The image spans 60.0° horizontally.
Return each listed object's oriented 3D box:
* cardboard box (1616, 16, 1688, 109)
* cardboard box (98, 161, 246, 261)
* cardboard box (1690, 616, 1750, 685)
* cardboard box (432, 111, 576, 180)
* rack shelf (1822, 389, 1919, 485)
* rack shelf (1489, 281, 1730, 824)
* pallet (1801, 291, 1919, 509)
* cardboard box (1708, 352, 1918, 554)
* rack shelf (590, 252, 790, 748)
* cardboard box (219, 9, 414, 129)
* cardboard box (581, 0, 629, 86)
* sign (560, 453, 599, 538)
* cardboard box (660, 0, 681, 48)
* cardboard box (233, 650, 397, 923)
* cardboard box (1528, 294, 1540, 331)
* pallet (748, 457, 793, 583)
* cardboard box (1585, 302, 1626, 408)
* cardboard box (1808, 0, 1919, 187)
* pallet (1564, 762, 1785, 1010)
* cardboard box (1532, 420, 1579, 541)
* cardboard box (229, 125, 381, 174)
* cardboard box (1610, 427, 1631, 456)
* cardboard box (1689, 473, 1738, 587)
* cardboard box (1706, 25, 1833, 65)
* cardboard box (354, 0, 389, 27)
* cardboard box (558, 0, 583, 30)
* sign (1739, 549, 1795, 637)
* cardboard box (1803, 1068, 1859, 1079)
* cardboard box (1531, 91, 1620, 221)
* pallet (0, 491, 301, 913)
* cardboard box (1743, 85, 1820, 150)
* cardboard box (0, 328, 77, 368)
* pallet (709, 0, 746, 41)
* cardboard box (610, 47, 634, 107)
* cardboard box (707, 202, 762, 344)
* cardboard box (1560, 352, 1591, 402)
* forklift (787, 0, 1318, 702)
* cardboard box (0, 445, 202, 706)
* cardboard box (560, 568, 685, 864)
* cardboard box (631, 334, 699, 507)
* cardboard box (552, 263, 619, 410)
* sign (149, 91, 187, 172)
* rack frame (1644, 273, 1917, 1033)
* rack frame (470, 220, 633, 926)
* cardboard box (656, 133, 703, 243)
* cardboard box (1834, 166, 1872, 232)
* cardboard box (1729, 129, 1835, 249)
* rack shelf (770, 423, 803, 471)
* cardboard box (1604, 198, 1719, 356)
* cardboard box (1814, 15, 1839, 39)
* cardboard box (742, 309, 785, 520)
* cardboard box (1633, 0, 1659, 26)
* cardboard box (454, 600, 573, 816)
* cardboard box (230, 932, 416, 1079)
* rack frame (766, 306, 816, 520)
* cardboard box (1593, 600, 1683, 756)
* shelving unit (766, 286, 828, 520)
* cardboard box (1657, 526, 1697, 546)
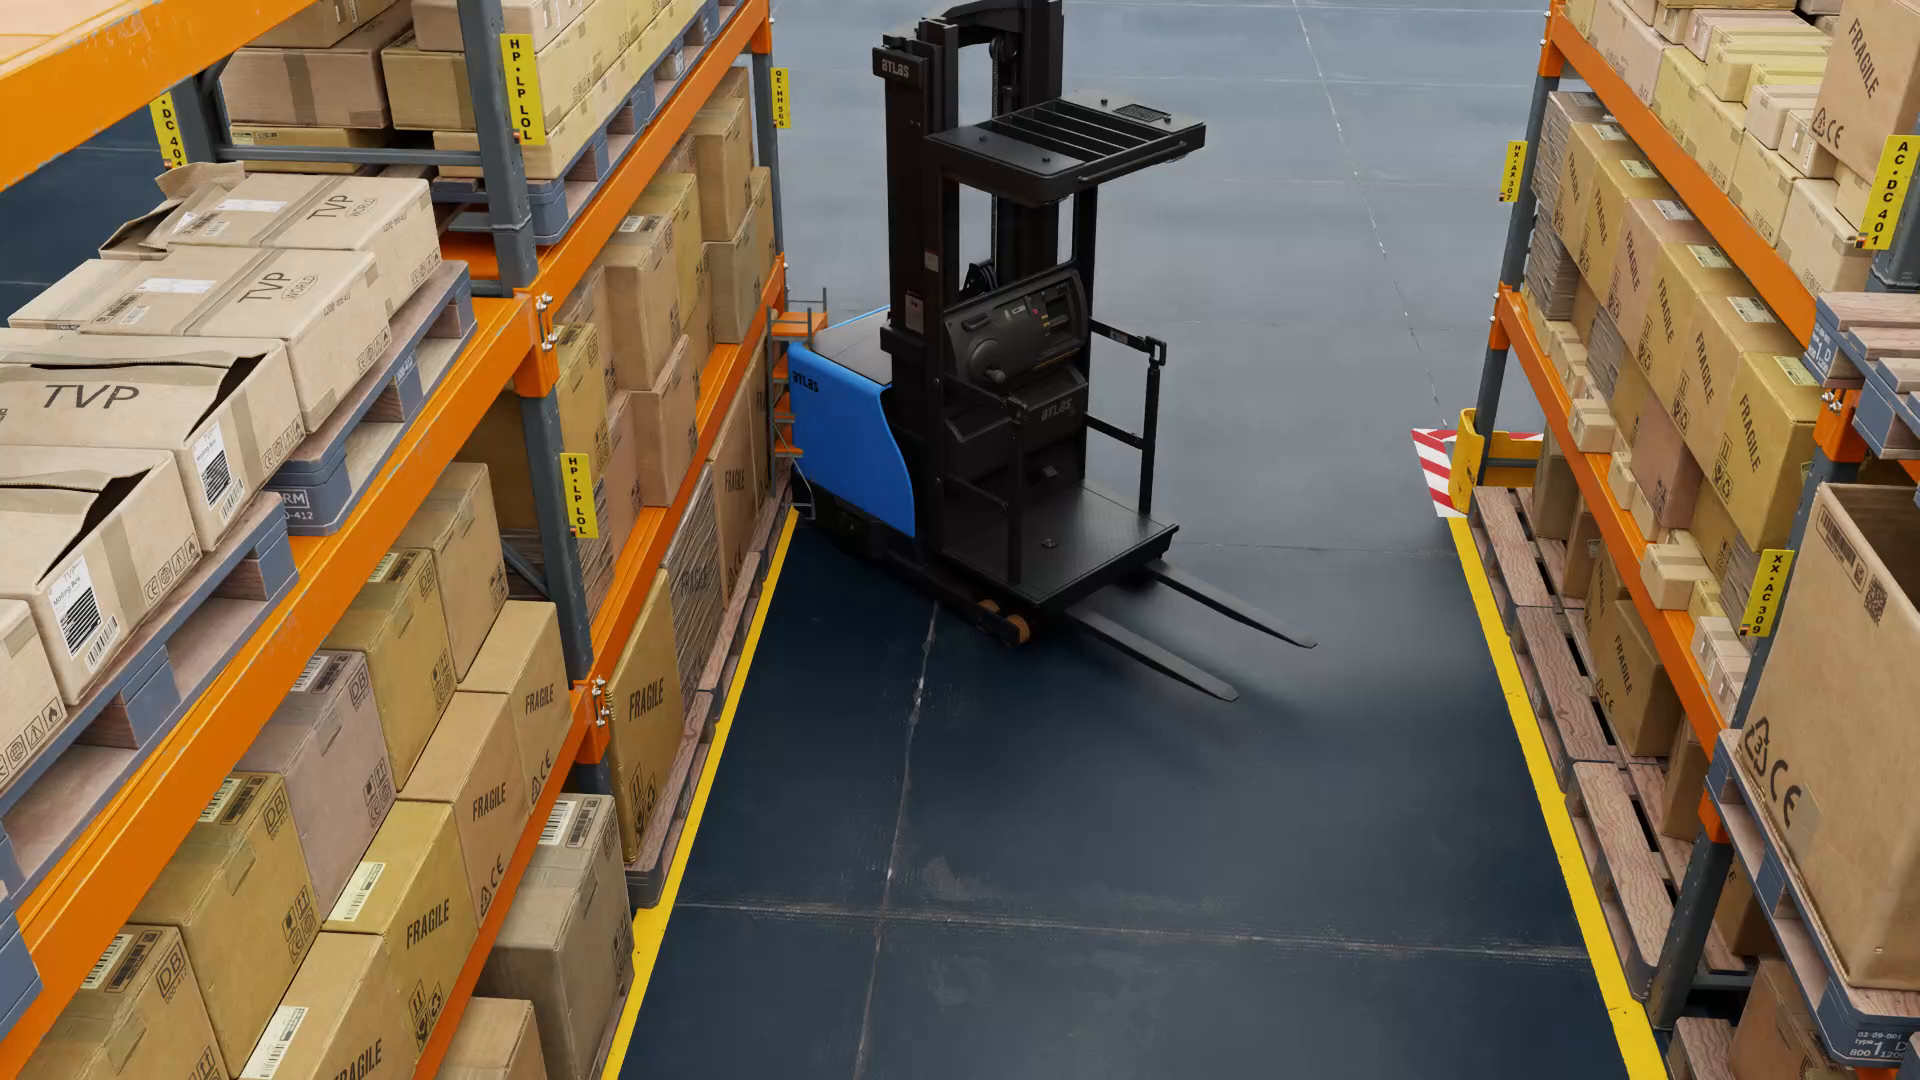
[{"bbox_3d":[3.057,-1.976,6.882,0.500,0.250,0.500,2,32,4],"label":"cardboard box"},{"bbox_3d":[-2.125,-0.842,4.531,0.258,0.266,0.396,2,32,3],"label":"cardboard box"},{"bbox_3d":[2.863,0.410,5.964,0.380,0.149,0.250,2,32,4],"label":"cardboard box"},{"bbox_3d":[-1.458,-1.273,5.342,0.380,0.149,0.250,2,32,3],"label":"cardboard box"},{"bbox_3d":[2.946,0.634,3.189,1.077,0.370,4.000,2,32,4],"label":"rack shelf"},{"bbox_3d":[3.271,-0.181,7.370,1.077,0.370,4.000,2,32,4],"label":"rack shelf"},{"bbox_3d":[2.952,-0.320,4.230,1.213,0.211,1.003,2,32,4],"label":"pallet"},{"bbox_3d":[2.871,-0.283,5.519,0.500,0.500,0.500,2,32,4],"label":"cardboard box"},{"bbox_3d":[-1.664,-0.446,7.800,1.077,0.370,4.000,2,32,4],"label":"rack shelf"},{"bbox_3d":[-2.042,-1.535,5.387,0.500,0.250,0.500,2,32,3],"label":"cardboard box"},{"bbox_3d":[-1.468,-1.775,5.775,0.500,0.250,0.500,2,32,4],"label":"cardboard box"},{"bbox_3d":[-1.285,-0.147,5.601,0.100,0.325,0.005,2,32,4],"label":"sign"},{"bbox_3d":[-1.334,-2.069,6.632,0.380,0.149,0.250,3,32,5],"label":"cardboard box"},{"bbox_3d":[-1.943,0.619,4.338,0.700,0.500,0.500,3,32,4],"label":"cardboard box"},{"bbox_3d":[3.134,-1.157,8.508,0.380,0.149,0.250,2,32,4],"label":"cardboard box"},{"bbox_3d":[-1.488,-0.189,9.356,1.003,0.211,1.213,2,32,4],"label":"pallet"},{"bbox_3d":[3.357,-0.889,7.455,0.875,0.500,0.500,2,32,4],"label":"cardboard box"},{"bbox_3d":[2.891,-1.346,4.861,0.500,0.500,0.500,2,32,3],"label":"cardboard box"},{"bbox_3d":[3.128,1.393,6.788,1.003,0.211,1.213,2,32,4],"label":"pallet"},{"bbox_3d":[3.367,-0.322,8.895,0.500,0.500,0.500,8,33,13],"label":"cardboard box"},{"bbox_3d":[-2.116,-1.302,5.388,0.380,0.149,0.250,2,32,4],"label":"cardboard box"},{"bbox_3d":[3.067,-0.370,7.232,0.380,0.149,0.250,2,32,4],"label":"cardboard box"},{"bbox_3d":[3.283,-0.103,6.179,0.875,0.500,0.500,2,32,4],"label":"cardboard box"},{"bbox_3d":[3.059,-1.833,6.269,0.380,0.149,0.250,1,32,2],"label":"cardboard box"},{"bbox_3d":[-2.094,-1.774,5.394,0.380,0.149,0.250,2,32,4],"label":"cardboard box"},{"bbox_3d":[-1.439,-1.746,5.349,0.380,0.149,0.250,2,32,4],"label":"cardboard box"},{"bbox_3d":[2.567,0.171,5.288,0.100,0.325,0.005,2,32,4],"label":"sign"},{"bbox_3d":[2.980,2.004,5.102,0.700,0.500,0.500,2,32,4],"label":"cardboard box"},{"bbox_3d":[3.118,-1.852,8.064,0.500,0.500,0.500,2,32,4],"label":"cardboard box"},{"bbox_3d":[-2.065,0.265,3.281,1.003,0.211,1.213,4,32,6],"label":"pallet"},{"bbox_3d":[2.891,-1.423,5.603,0.380,0.149,0.250,2,32,2],"label":"cardboard box"},{"bbox_3d":[-2.200,-0.376,3.885,0.380,0.149,0.250,2,32,4],"label":"cardboard box"},{"bbox_3d":[-1.551,-2.648,7.914,1.003,0.211,1.213,2,32,4],"label":"pallet"},{"bbox_3d":[-1.397,-1.670,5.986,0.380,0.149,0.250,2,32,3],"label":"cardboard box"},{"bbox_3d":[-1.509,-1.377,8.482,0.875,0.550,0.550,2,32,4],"label":"cardboard box"},{"bbox_3d":[3.072,-0.765,7.872,0.380,0.149,0.250,2,32,4],"label":"cardboard box"},{"bbox_3d":[0.436,-1.010,8.096,1.130,2.935,3.031,-27,41,-36],"label":"forklift"},{"bbox_3d":[-1.792,0.026,3.080,0.500,0.311,0.500,2,32,3],"label":"cardboard box"},{"bbox_3d":[-1.706,0.694,6.890,0.875,0.875,0.875,3,32,5],"label":"cardboard box"},{"bbox_3d":[-1.625,-0.529,7.107,0.875,0.550,0.550,2,32,4],"label":"cardboard box"},{"bbox_3d":[-1.833,-0.714,6.377,0.875,0.550,0.550,2,32,4],"label":"cardboard box"},{"bbox_3d":[-2.380,-1.260,5.008,0.100,0.325,0.005,2,32,4],"label":"sign"},{"bbox_3d":[3.109,0.559,5.484,1.000,3.000,0.127,2,32,4],"label":"rack frame"},{"bbox_3d":[-1.827,0.294,5.914,1.000,3.000,0.127,2,32,4],"label":"rack frame"},{"bbox_3d":[-1.704,-1.550,7.734,0.875,0.550,0.550,2,32,4],"label":"cardboard box"},{"bbox_3d":[2.847,-1.006,4.928,0.380,0.149,0.250,3,32,5],"label":"cardboard box"},{"bbox_3d":[2.938,-1.177,5.584,0.500,0.250,0.500,3,32,5],"label":"cardboard box"},{"bbox_3d":[-0.898,-0.519,9.375,0.258,0.148,0.480,3,21,5],"label":"rack shelf"},{"bbox_3d":[2.996,-1.067,6.791,0.500,0.500,0.500,2,32,4],"label":"cardboard box"},{"bbox_3d":[3.541,-1.936,6.436,0.380,0.149,0.250,1,32,1],"label":"cardboard box"},{"bbox_3d":[-1.490,-0.714,9.175,0.875,0.875,0.875,3,32,4],"label":"cardboard box"},{"bbox_3d":[3.049,-2.247,6.940,0.380,0.149,0.250,2,32,4],"label":"cardboard box"},{"bbox_3d":[-1.603,0.536,5.426,0.500,0.500,0.500,2,32,4],"label":"cardboard box"},{"bbox_3d":[-1.724,1.330,4.138,0.500,0.500,0.500,2,32,3],"label":"cardboard box"},{"bbox_3d":[-0.917,-0.680,9.053,0.240,1.200,0.015,3,21,5],"label":"rack frame"},{"bbox_3d":[3.192,0.609,7.385,0.500,0.500,0.500,0,32,0],"label":"cardboard box"},{"bbox_3d":[-0.895,-0.767,9.280,0.258,1.200,0.503,3,21,5],"label":"shelving unit"},{"bbox_3d":[3.004,0.022,6.595,0.380,0.149,0.250,2,32,4],"label":"cardboard box"}]
